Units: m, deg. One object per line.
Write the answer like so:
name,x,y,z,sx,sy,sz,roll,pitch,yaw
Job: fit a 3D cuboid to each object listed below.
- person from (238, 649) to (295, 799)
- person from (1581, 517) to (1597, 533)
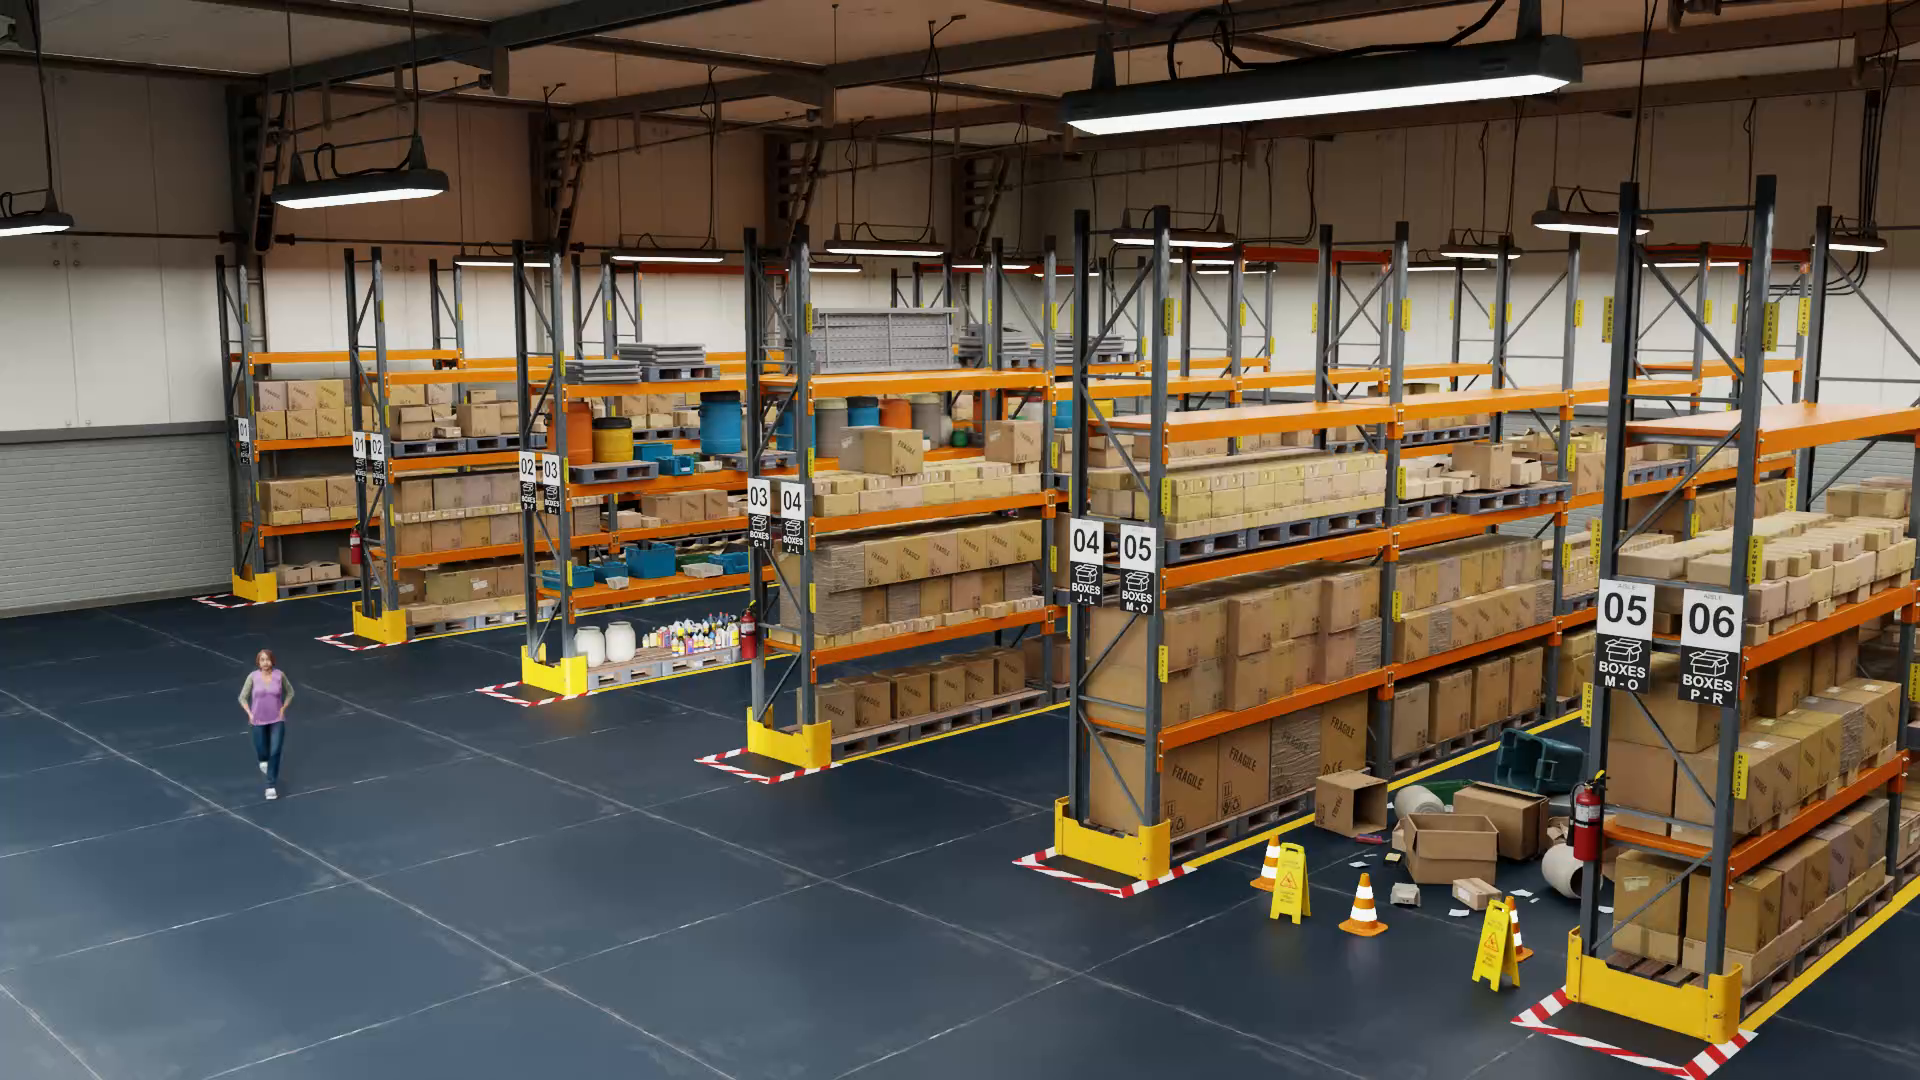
person,-7.309,1.914,17.579,0.554,1.552,0.679,-4,9,-26
person,10.069,0.538,26.491,0.916,1.824,0.711,-7,11,-42
